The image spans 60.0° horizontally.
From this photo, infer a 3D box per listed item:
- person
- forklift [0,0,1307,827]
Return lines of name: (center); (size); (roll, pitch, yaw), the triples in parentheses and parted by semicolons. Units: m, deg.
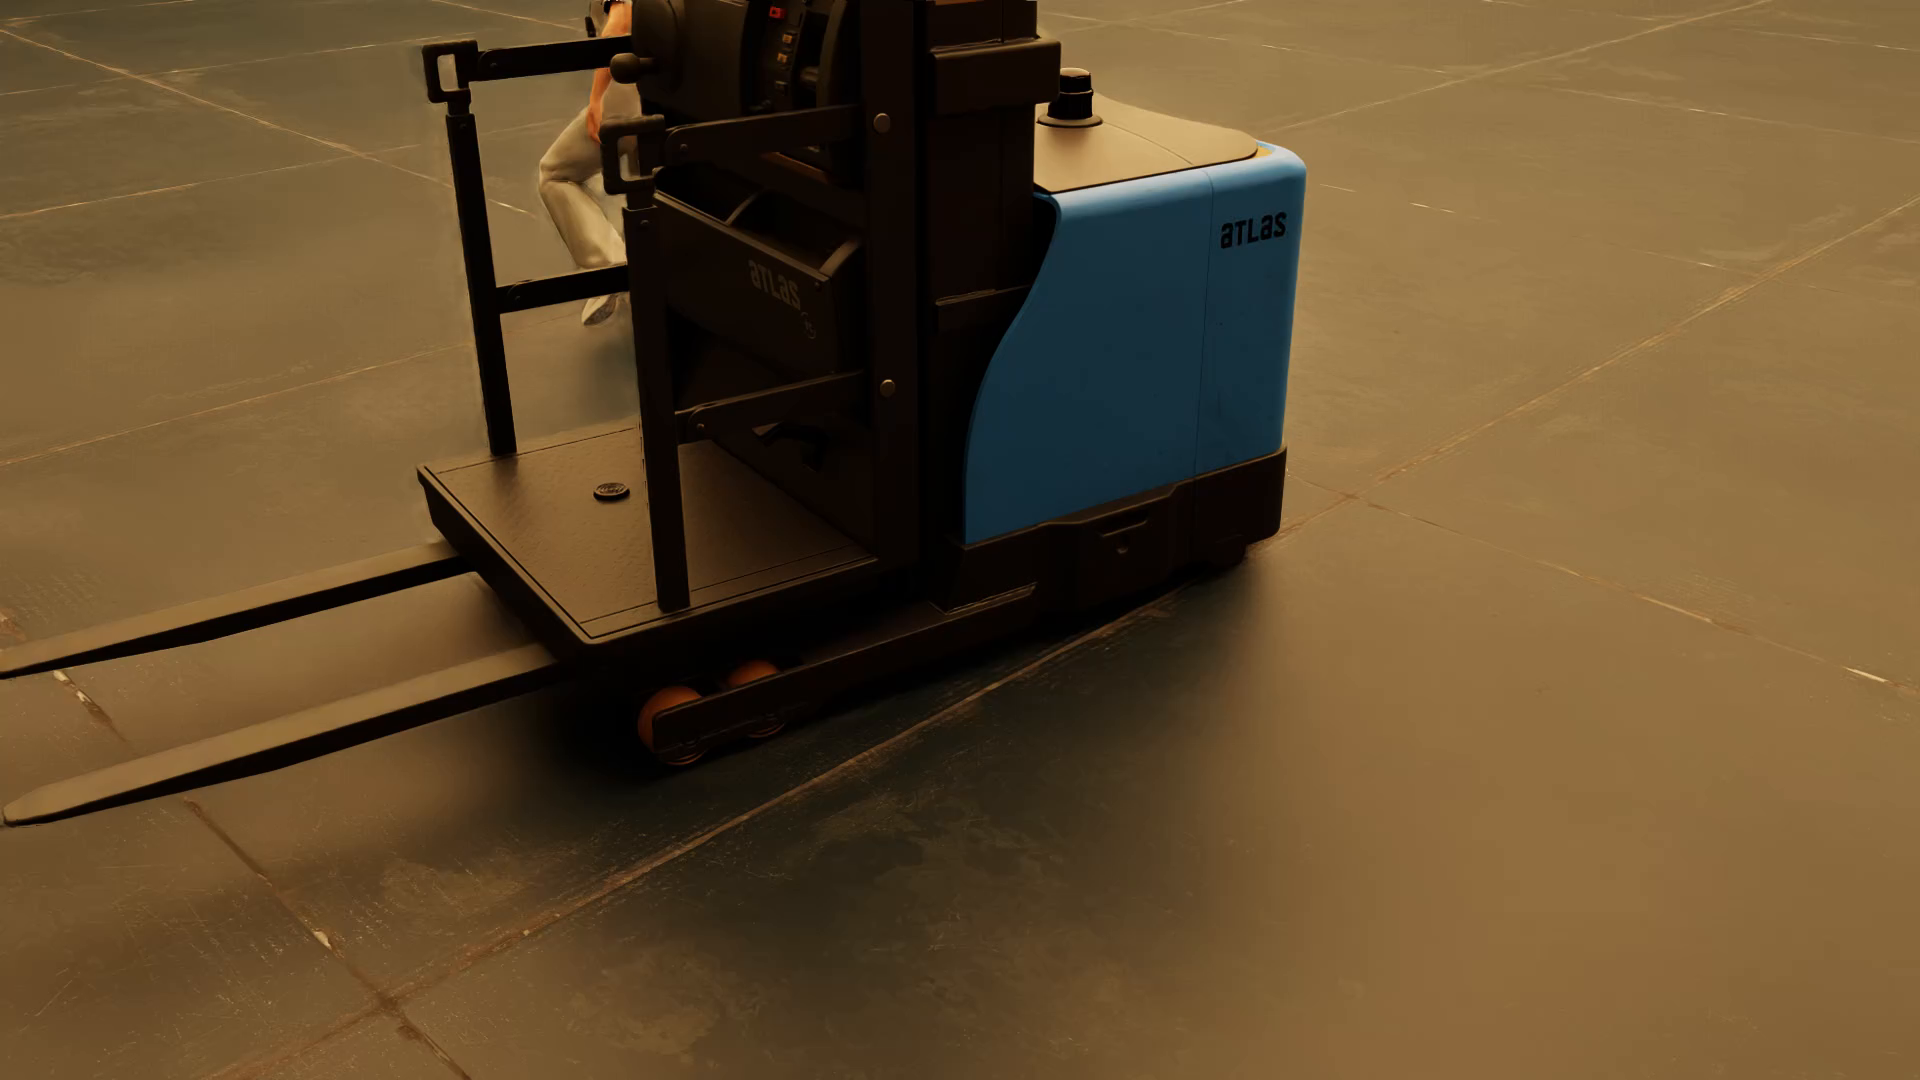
person: (-1.197, -1.536, 5.908); (0.534, 1.576, 0.714); (18, 31, 32)
forklift: (-0.649, -1.099, 3.454); (3.031, 2.935, 1.130); (-17, 31, -30)
